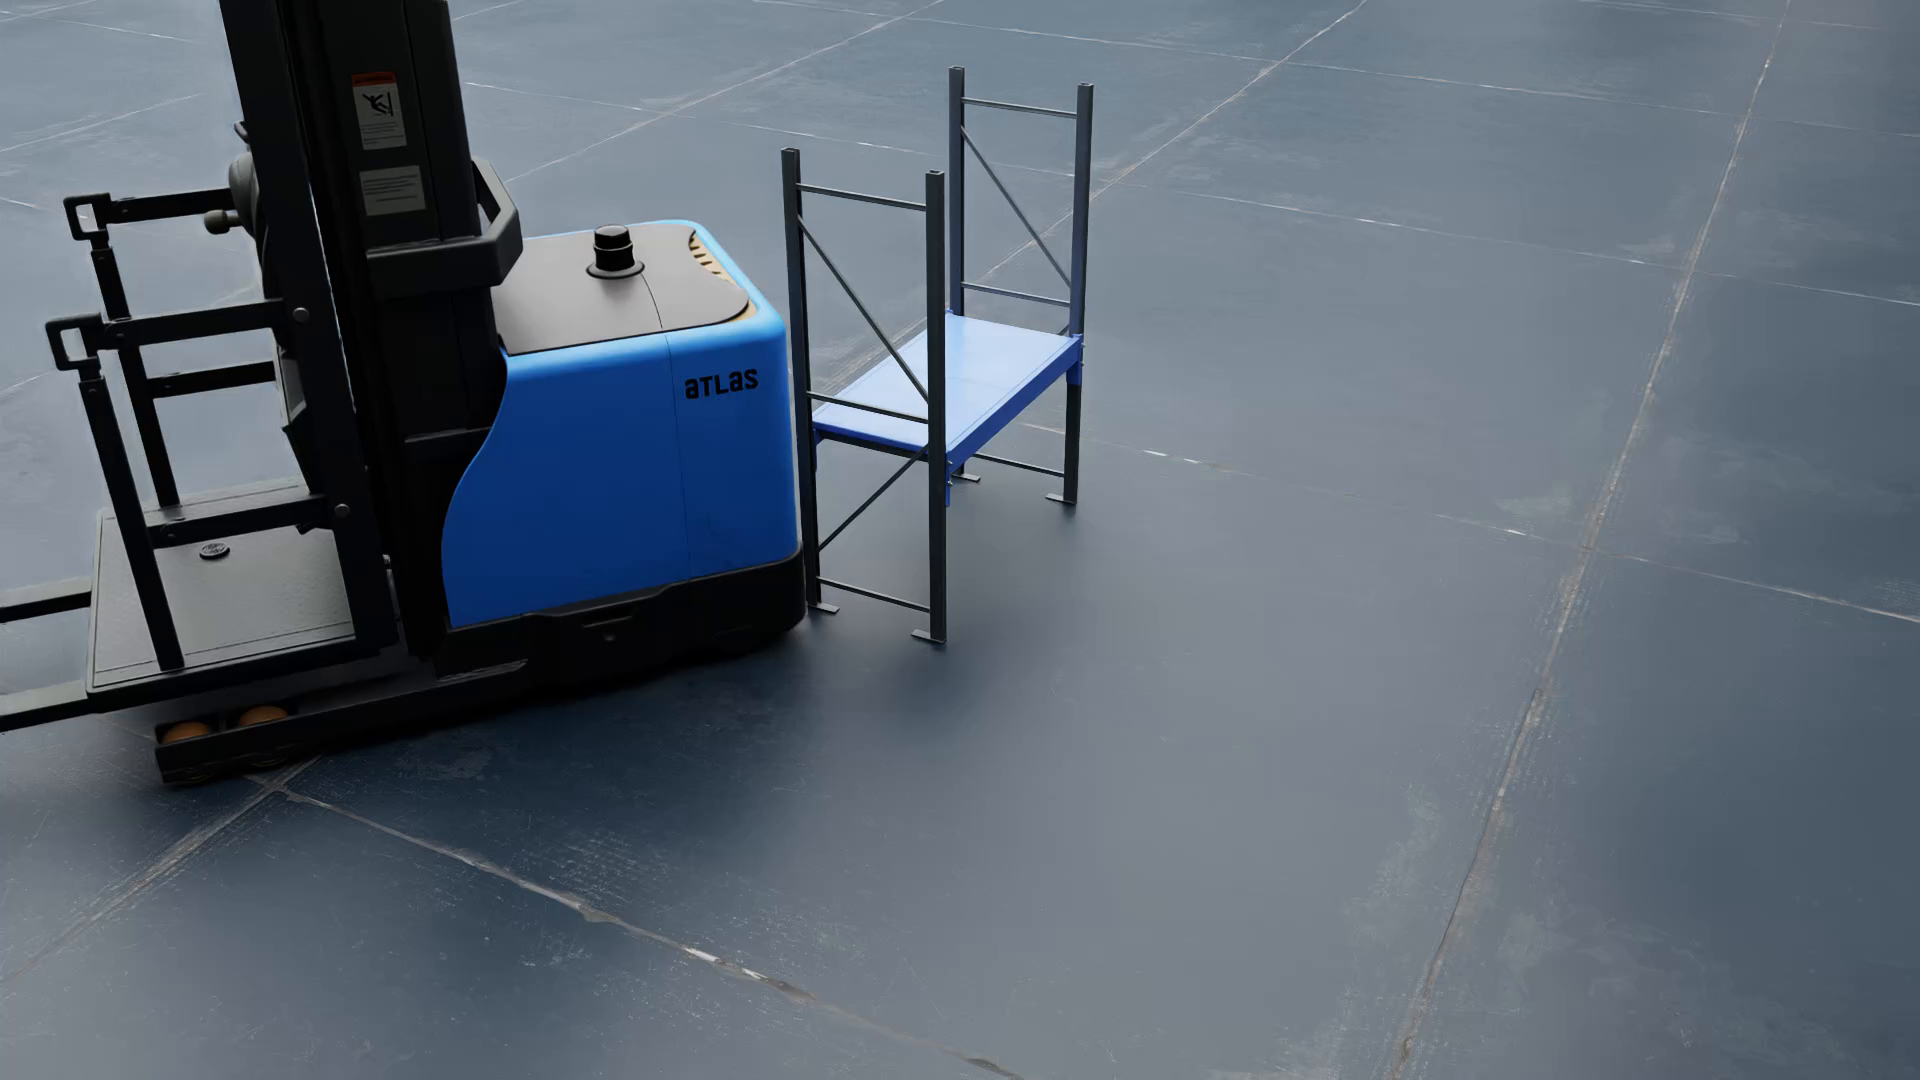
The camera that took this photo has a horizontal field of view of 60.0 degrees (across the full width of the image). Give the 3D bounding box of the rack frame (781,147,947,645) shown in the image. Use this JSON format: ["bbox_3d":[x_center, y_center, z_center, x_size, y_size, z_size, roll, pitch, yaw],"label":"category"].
[{"bbox_3d":[-0.270,-0.387,4.918,0.500,1.500,0.032,14,33,23],"label":"rack frame"}]

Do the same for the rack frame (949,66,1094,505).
[{"bbox_3d":[0.193,-0.838,5.703,0.500,1.500,0.032,14,33,23],"label":"rack frame"}]

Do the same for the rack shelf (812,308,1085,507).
[{"bbox_3d":[-0.039,-0.457,5.400,0.538,0.185,1.000,14,33,23],"label":"rack shelf"}]

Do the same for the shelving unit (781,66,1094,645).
[{"bbox_3d":[-0.039,-0.613,5.311,0.538,1.500,1.048,14,33,23],"label":"shelving unit"}]

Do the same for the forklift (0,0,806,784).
[{"bbox_3d":[-2.050,-0.899,4.373,3.031,2.935,1.130,-12,32,-20],"label":"forklift"}]
